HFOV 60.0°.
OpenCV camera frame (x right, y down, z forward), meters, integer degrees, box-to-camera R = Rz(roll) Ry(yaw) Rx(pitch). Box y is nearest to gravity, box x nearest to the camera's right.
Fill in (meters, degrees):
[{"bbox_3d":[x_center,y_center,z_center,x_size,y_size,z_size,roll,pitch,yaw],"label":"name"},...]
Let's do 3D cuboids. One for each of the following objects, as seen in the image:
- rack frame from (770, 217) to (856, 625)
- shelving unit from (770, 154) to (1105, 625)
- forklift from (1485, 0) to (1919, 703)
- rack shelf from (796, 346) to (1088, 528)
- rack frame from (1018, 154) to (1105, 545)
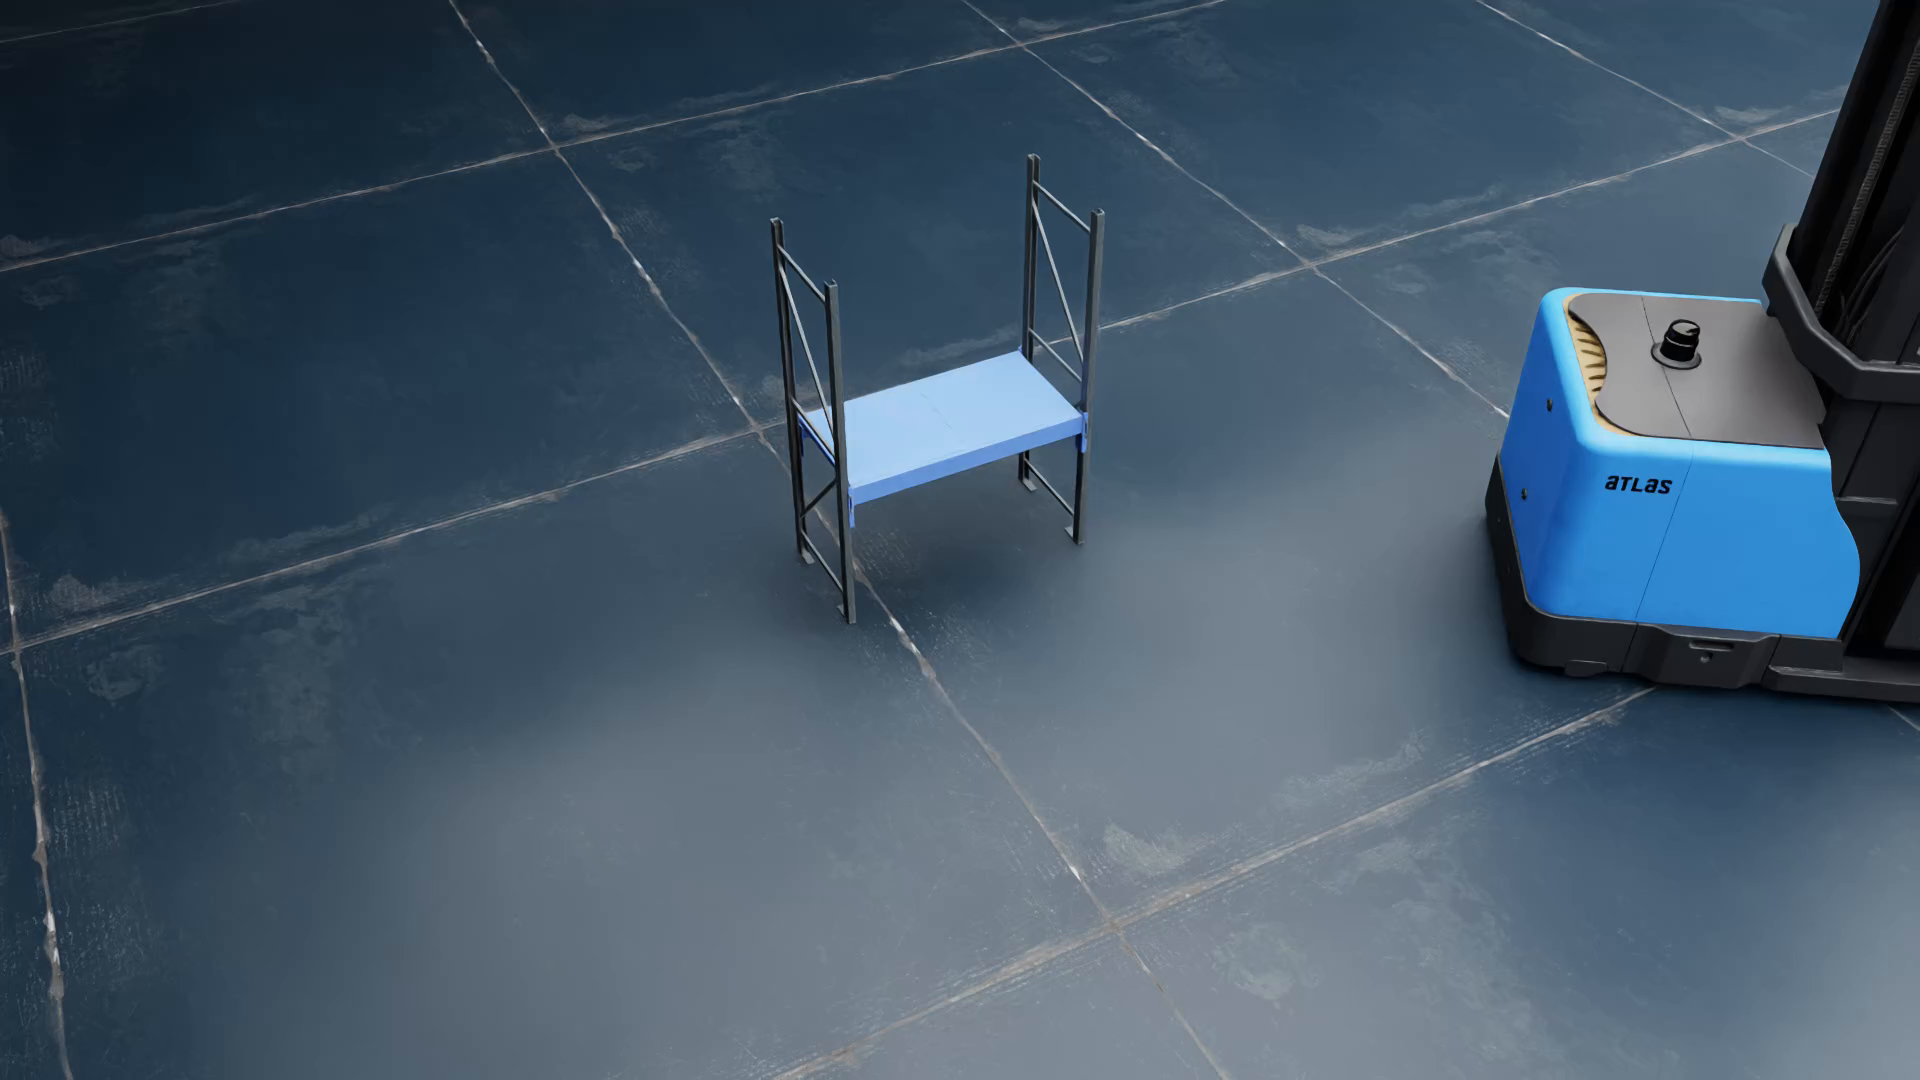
[{"bbox_3d":[-0.527,-0.395,6.056,0.032,1.500,0.500,-19,44,-21],"label":"rack frame"},{"bbox_3d":[-0.076,-0.547,6.235,1.048,1.500,0.538,-19,44,-21],"label":"shelving unit"},{"bbox_3d":[3.602,-0.825,5.456,3.031,2.935,1.130,5,40,5],"label":"forklift"},{"bbox_3d":[-0.076,-0.410,6.352,1.000,0.185,0.538,-19,44,-21],"label":"rack shelf"},{"bbox_3d":[0.375,-0.699,6.415,0.032,1.500,0.500,-19,44,-21],"label":"rack frame"}]
